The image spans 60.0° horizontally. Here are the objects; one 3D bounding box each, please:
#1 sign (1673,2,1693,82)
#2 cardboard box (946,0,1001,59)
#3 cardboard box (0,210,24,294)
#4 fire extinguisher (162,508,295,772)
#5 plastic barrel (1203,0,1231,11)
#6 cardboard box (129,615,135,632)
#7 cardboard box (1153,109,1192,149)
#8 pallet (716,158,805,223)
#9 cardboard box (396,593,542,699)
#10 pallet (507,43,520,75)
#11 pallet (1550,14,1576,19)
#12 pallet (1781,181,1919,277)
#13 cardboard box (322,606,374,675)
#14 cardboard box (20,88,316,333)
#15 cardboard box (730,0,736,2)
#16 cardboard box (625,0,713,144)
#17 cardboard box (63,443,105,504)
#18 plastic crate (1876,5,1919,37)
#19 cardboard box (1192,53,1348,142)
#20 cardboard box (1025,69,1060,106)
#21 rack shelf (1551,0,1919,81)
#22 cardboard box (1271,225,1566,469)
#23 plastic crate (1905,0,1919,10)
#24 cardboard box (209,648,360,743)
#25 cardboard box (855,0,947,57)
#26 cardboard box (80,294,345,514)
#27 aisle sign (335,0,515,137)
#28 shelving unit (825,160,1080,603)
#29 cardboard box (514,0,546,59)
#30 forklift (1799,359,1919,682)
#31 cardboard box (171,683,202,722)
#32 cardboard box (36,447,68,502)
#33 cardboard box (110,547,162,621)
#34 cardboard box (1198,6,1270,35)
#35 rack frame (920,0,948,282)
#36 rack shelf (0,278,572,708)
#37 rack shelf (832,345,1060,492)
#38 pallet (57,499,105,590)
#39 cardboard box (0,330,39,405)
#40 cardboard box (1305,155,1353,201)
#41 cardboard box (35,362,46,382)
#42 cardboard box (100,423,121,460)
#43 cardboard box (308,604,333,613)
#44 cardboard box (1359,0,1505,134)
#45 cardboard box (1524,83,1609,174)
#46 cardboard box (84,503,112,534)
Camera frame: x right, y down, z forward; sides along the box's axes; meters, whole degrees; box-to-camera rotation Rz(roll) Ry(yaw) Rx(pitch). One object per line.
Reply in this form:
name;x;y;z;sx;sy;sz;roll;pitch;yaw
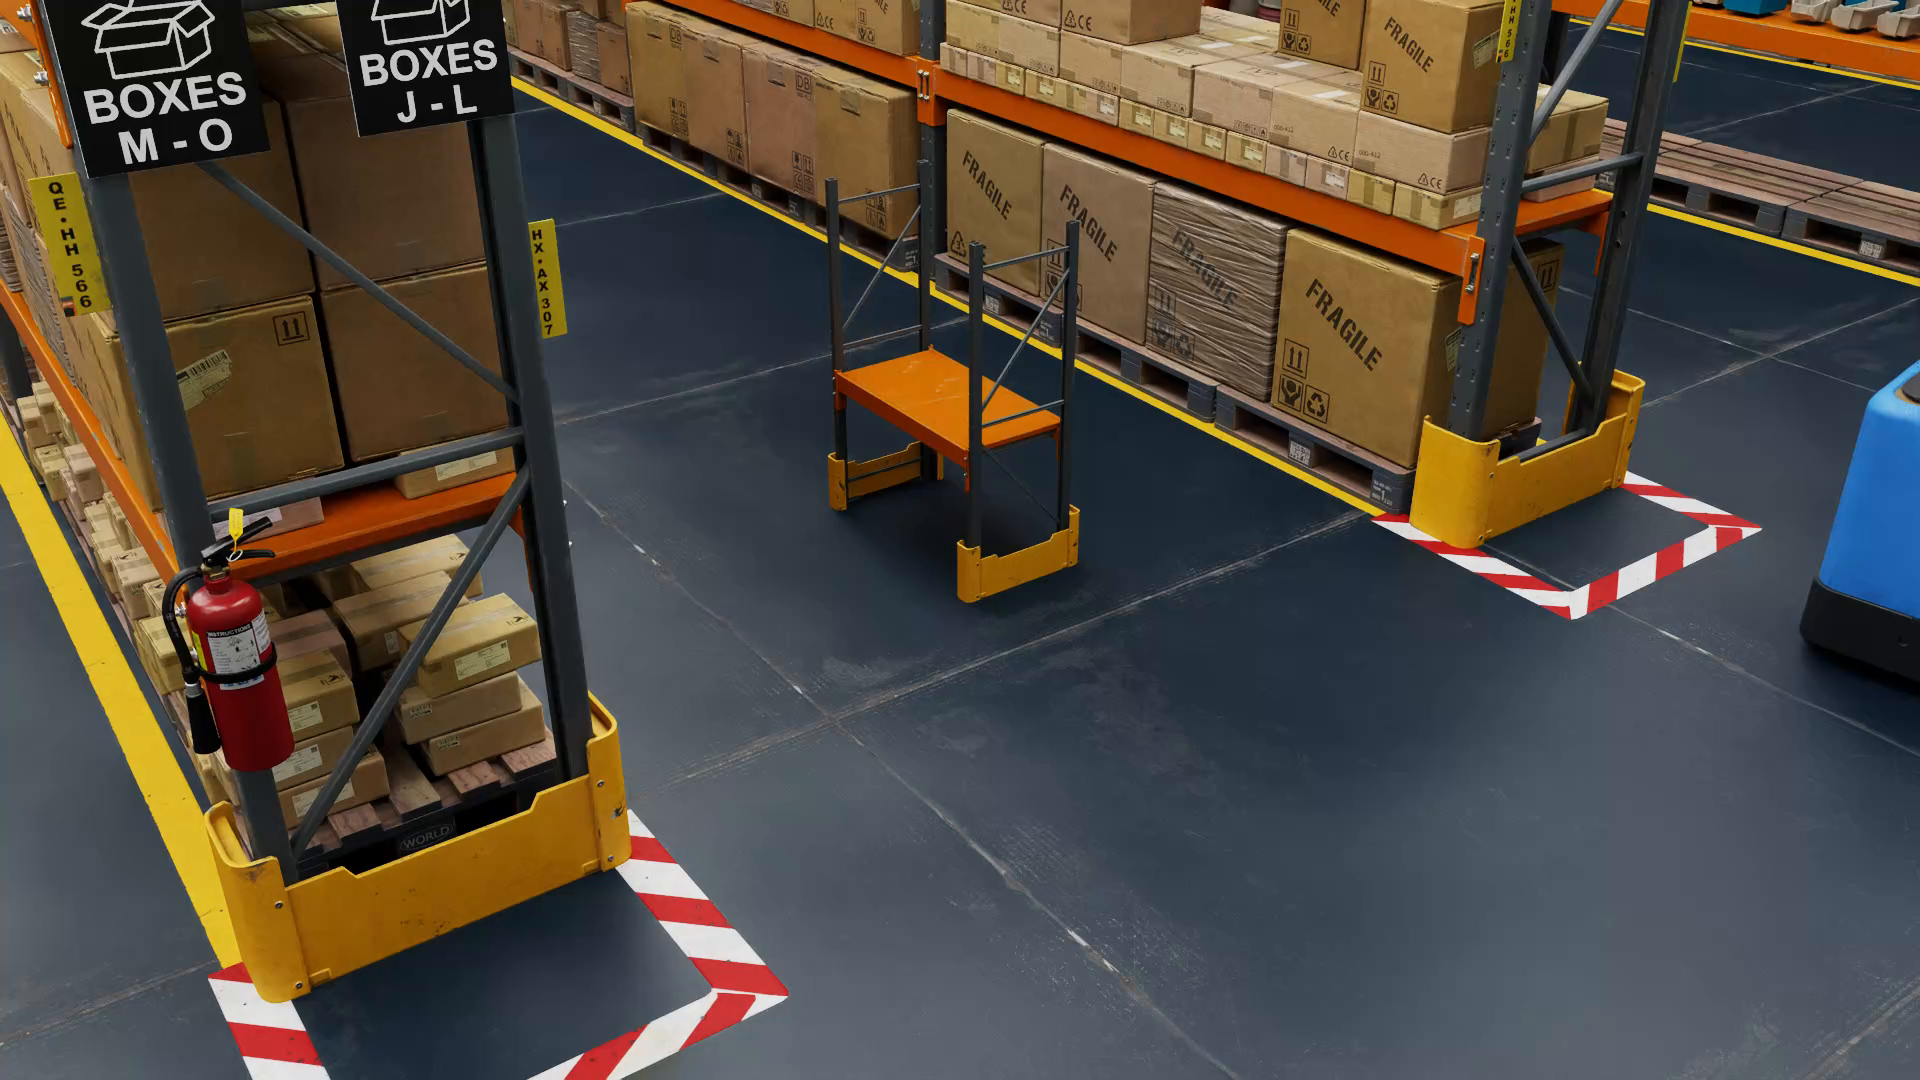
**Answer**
sign;2.987;-2.070;6.928;0.100;0.325;0.005;-19;34;-31
cardboard box;0.271;-2.868;9.234;0.500;0.250;0.500;-19;34;-32
cardboard box;-3.250;-1.241;5.975;0.500;0.500;0.500;-20;34;-32
fire extinguisher;-1.797;0.254;4.111;0.296;0.674;0.183;-19;34;-31
plastic barrel;2.223;-5.030;15.203;0.600;0.830;0.708;-19;34;-31
cardboard box;-2.852;0.267;6.162;0.380;0.149;0.250;-18;33;-30
cardboard box;1.170;-2.035;8.117;0.380;0.149;0.250;-18;33;-30
pallet;-1.009;-2.587;11.792;1.003;0.211;1.213;-19;34;-31
cardboard box;-1.594;0.339;5.406;0.380;0.149;0.250;-21;35;-33
pallet;-3.976;-4.641;15.574;1.003;0.211;1.213;-19;34;-31
pallet;6.365;-5.828;17.761;1.003;0.211;1.213;-19;34;-31
pallet;6.119;-1.981;10.676;1.003;0.211;1.213;-19;34;-31
cardboard box;-1.989;0.300;5.789;0.380;0.149;0.250;-18;33;-30
cardboard box;-2.035;-0.893;4.287;0.500;0.500;0.500;-20;34;-32
cardboard box;-1.447;-3.995;11.358;0.500;0.500;0.500;-19;34;-31
cardboard box;-1.725;-3.590;12.504;1.225;0.875;0.875;-21;35;-33
cardboard box;-3.307;-0.302;6.586;0.380;0.149;0.250;-18;33;-30
plastic crate;5.789;-3.169;10.155;0.396;0.136;0.243;-19;34;-31
cardboard box;1.445;-2.078;7.779;0.500;0.250;0.500;-20;34;-32
cardboard box;0.572;-2.435;8.854;0.380;0.149;0.250;-20;34;-32
rack shelf;5.406;-3.336;11.003;1.077;0.370;4.000;-19;34;-31
cardboard box;2.095;-0.981;7.699;0.875;0.875;0.875;-19;34;-31
plastic crate;6.179;-3.383;10.550;0.250;0.136;0.298;-19;34;-31
cardboard box;-2.081;0.502;5.107;0.380;0.149;0.250;-18;33;-30
cardboard box;-0.282;-3.209;9.910;0.500;0.500;0.500;-19;34;-30
cardboard box;-2.038;-0.448;4.515;0.500;0.500;0.500;-18;33;-30
aisle sign;-1.281;-1.367;3.900;0.394;0.787;0.004;-19;34;-31
shelving unit;-0.044;-0.689;6.947;0.587;1.500;1.083;-19;34;-31
cardboard box;-3.504;-4.611;14.755;0.700;0.500;0.500;-22;36;-35
forklift;4.644;-1.193;6.376;1.130;2.935;3.031;25;37;38
cardboard box;-2.409;0.440;5.532;0.380;0.149;0.250;-20;35;-33
cardboard box;-3.784;-0.322;7.248;0.380;0.149;0.250;-18;33;-29
cardboard box;-2.733;0.115;5.819;0.380;0.149;0.250;-17;33;-29
cardboard box;1.280;-2.625;8.787;0.500;0.250;0.500;-18;33;-30
rack frame;0.211;-3.058;9.739;1.000;3.000;0.127;-19;34;-31
rack shelf;-2.727;-0.631;6.023;1.077;0.370;4.000;-19;34;-31
rack shelf;-0.049;-0.534;7.039;0.538;0.185;1.000;-19;34;-31
pallet;-3.469;-0.248;7.485;1.003;0.211;1.213;-19;34;-31
cardboard box;-4.522;-1.029;8.180;0.500;0.500;0.500;-19;34;-32
cardboard box;1.759;-1.639;7.389;0.380;0.149;0.250;-19;34;-31
cardboard box;-3.856;-0.727;7.369;0.380;0.149;0.250;-17;33;-29
cardboard box;-2.425;-0.401;5.108;0.380;0.149;0.250;-18;33;-29
cardboard box;-2.263;0.230;6.230;0.380;0.149;0.250;-19;34;-31
cardboard box;2.035;-2.014;6.876;0.500;0.500;0.500;-18;33;-30
cardboard box;2.473;-1.830;7.321;0.500;0.250;0.500;-20;34;-32
cardboard box;-3.158;-0.065;6.461;0.380;0.149;0.250;-19;34;-31
